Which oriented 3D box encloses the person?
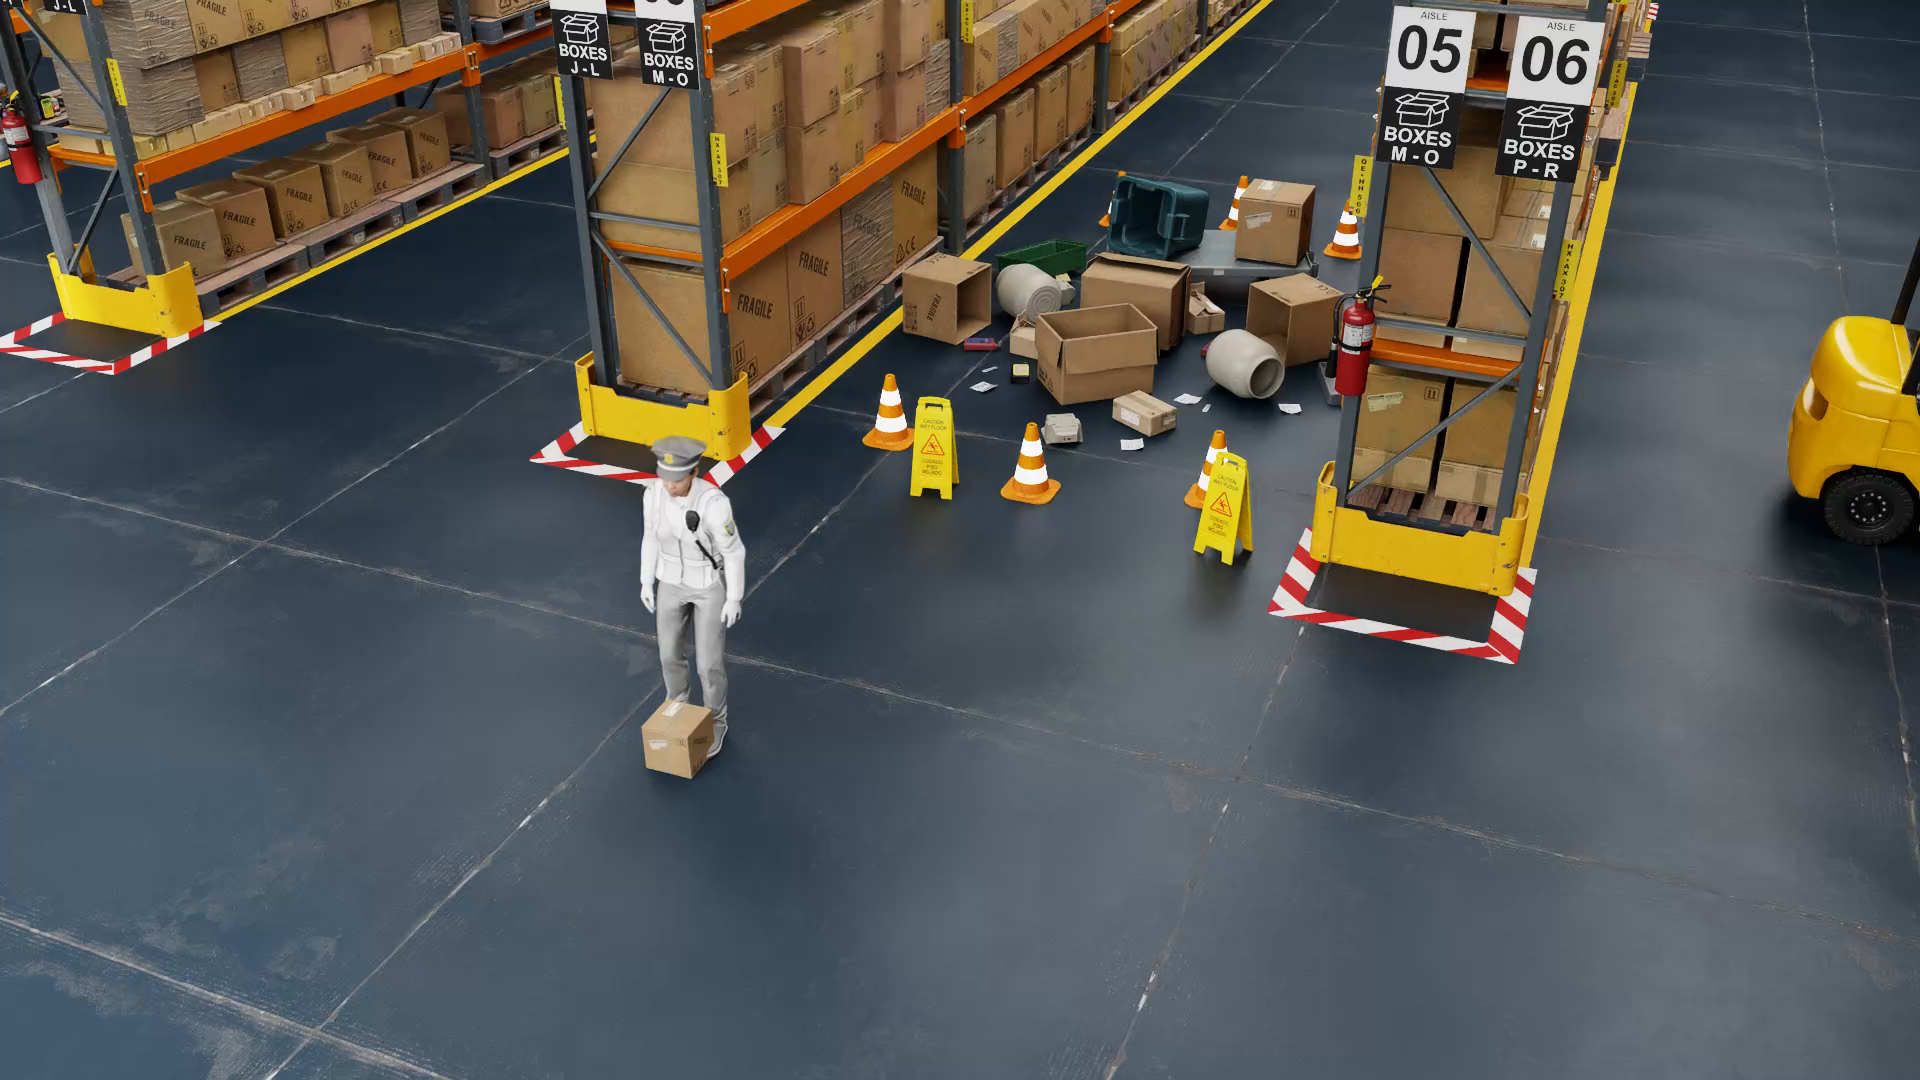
[{"bbox_3d":[-1.288,0.255,7.944,0.541,1.661,0.415,10,31,16],"label":"person"}]
